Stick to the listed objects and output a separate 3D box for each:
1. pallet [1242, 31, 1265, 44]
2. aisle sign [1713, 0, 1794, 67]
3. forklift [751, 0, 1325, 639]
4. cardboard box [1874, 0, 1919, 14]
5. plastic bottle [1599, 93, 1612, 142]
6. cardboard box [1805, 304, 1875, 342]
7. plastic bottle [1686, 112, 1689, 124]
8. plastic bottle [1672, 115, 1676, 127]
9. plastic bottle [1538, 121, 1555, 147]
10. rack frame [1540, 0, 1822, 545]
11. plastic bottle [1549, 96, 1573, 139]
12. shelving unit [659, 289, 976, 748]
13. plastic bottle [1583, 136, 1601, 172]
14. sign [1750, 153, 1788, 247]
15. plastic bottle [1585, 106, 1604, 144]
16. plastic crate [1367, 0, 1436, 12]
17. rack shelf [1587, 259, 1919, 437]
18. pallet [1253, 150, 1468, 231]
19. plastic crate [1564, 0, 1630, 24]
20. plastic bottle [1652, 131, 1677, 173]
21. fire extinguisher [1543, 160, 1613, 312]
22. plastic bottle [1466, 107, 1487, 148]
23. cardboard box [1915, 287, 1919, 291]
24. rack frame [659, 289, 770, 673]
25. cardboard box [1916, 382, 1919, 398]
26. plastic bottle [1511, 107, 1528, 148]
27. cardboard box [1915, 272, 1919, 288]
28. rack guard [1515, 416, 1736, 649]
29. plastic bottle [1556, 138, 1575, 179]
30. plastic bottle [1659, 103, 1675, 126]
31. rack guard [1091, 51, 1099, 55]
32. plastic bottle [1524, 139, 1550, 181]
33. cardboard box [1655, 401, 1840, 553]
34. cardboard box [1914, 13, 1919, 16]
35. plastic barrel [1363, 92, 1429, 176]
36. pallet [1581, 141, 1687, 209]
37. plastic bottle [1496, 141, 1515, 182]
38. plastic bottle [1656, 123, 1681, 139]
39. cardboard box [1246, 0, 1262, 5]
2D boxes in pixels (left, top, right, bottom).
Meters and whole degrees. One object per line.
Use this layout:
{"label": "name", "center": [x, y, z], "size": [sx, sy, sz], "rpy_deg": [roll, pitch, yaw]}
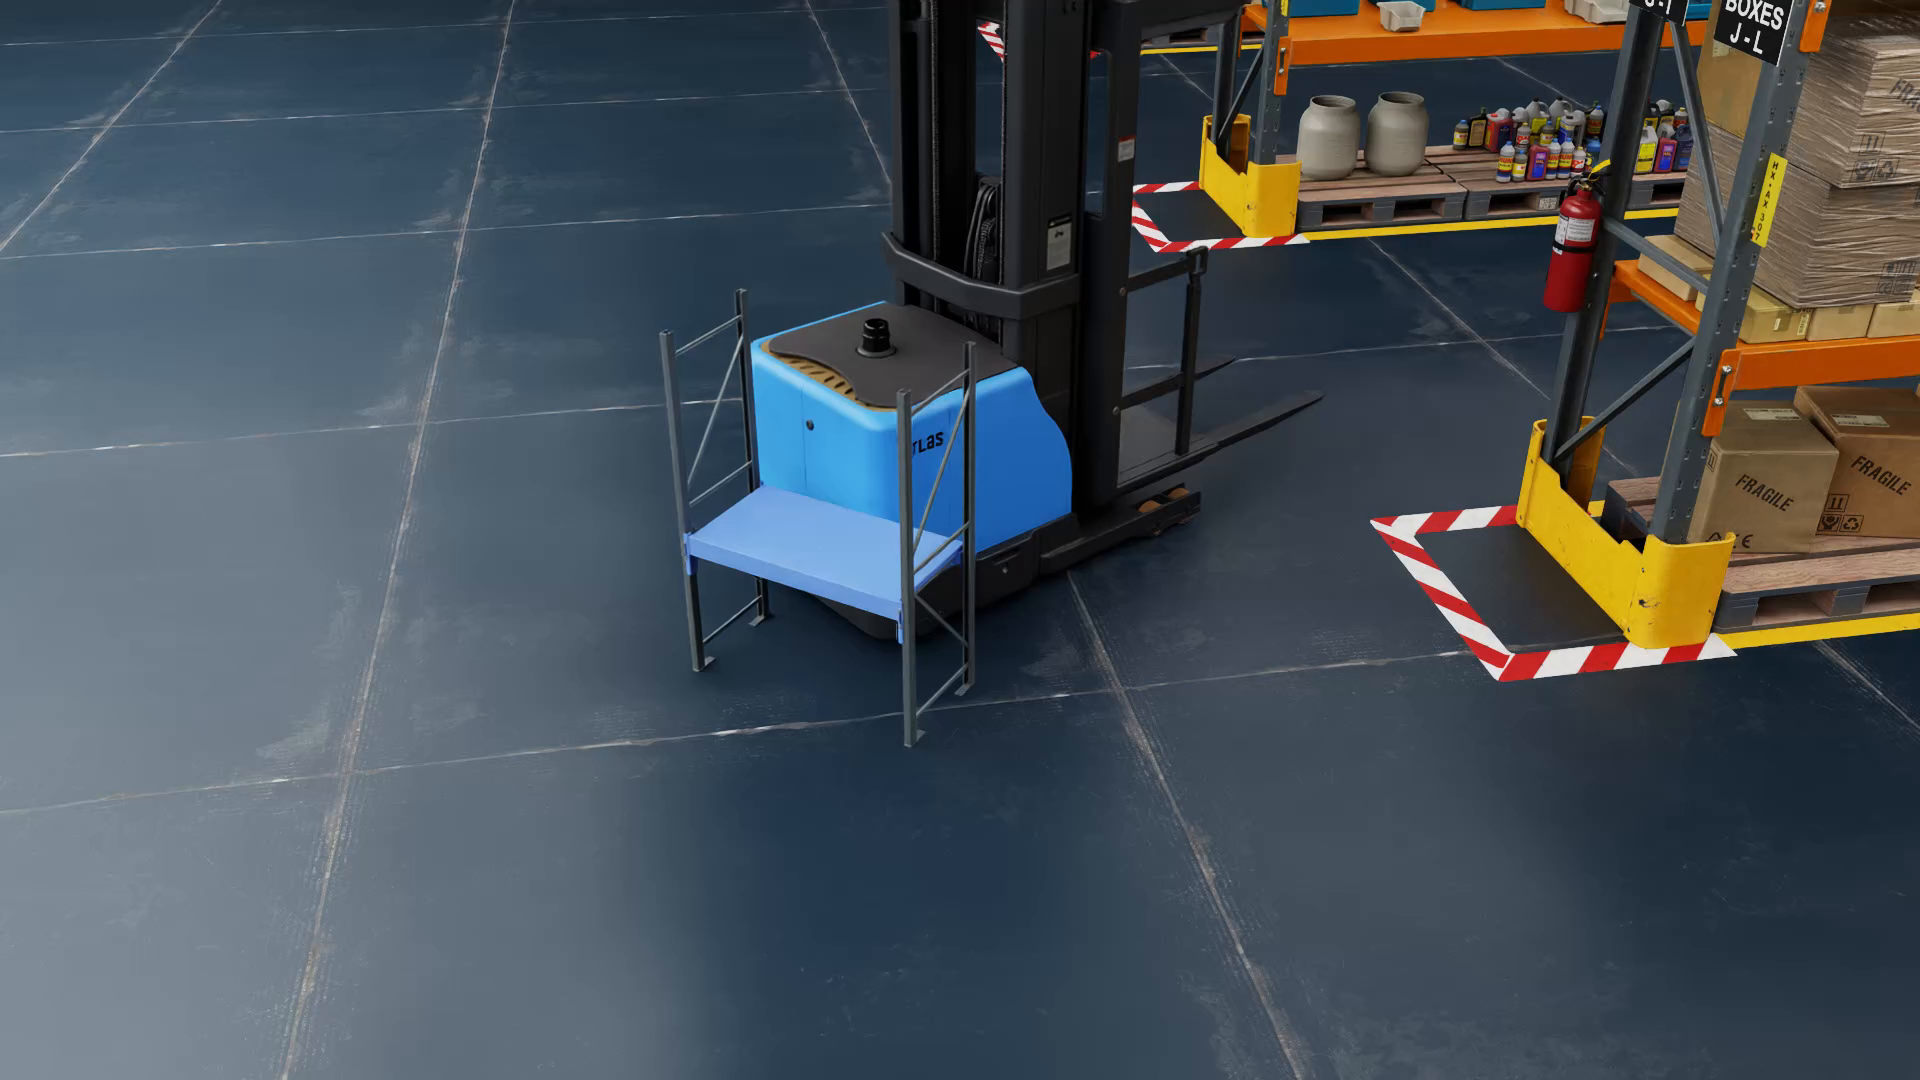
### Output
{"label": "pallet", "center": [2.994, -5.068, 16.160], "size": [1.213, 0.211, 1.003], "rpy_deg": [-5, 31, -9]}
{"label": "aisle sign", "center": [2.825, -2.095, 5.789], "size": [0.004, 0.787, 0.394], "rpy_deg": [-5, 31, -9]}
{"label": "forklift", "center": [0.511, -1.462, 7.345], "size": [3.031, 2.935, 1.130], "rpy_deg": [-23, 37, -34]}
{"label": "cardboard box", "center": [3.819, -1.954, 6.735], "size": [0.500, 0.500, 0.500], "rpy_deg": [-5, 31, -9]}
{"label": "plastic bottle", "center": [4.820, -3.128, 12.290], "size": [0.185, 0.351, 0.144], "rpy_deg": [-7, 31, -11]}
{"label": "cardboard box", "center": [3.405, -0.942, 6.640], "size": [0.250, 0.149, 0.380], "rpy_deg": [-5, 31, -9]}
{"label": "plastic bottle", "center": [5.482, -3.167, 12.435], "size": [0.097, 0.271, 0.097], "rpy_deg": [0, 30, 0]}
{"label": "plastic bottle", "center": [5.282, -3.119, 12.421], "size": [0.097, 0.201, 0.097], "rpy_deg": [0, 30, 0]}
{"label": "plastic bottle", "center": [4.284, -2.952, 12.137], "size": [0.097, 0.201, 0.097], "rpy_deg": [0, 30, 0]}
{"label": "rack frame", "center": [2.832, -1.130, 6.712], "size": [0.127, 3.000, 1.000], "rpy_deg": [-5, 31, -9]}
{"label": "plastic bottle", "center": [4.402, -3.089, 12.224], "size": [0.185, 0.351, 0.144], "rpy_deg": [-6, 31, -9]}
{"label": "shelving unit", "center": [-0.520, -0.087, 6.418], "size": [1.048, 1.500, 0.538], "rpy_deg": [16, 34, 25]}
{"label": "plastic bottle", "center": [4.414, -2.682, 11.609], "size": [0.097, 0.271, 0.097], "rpy_deg": [0, 30, 0]}
{"label": "sign", "center": [2.930, -1.232, 6.033], "size": [0.005, 0.325, 0.100], "rpy_deg": [-5, 31, -9]}
{"label": "plastic bottle", "center": [4.682, -3.062, 12.256], "size": [0.097, 0.271, 0.097], "rpy_deg": [0, 30, 0]}
{"label": "plastic crate", "center": [3.018, -3.786, 11.377], "size": [0.408, 0.251, 0.499], "rpy_deg": [-5, 31, -9]}
{"label": "rack shelf", "center": [4.799, -1.002, 7.205], "size": [4.000, 0.370, 1.077], "rpy_deg": [-5, 31, -9]}
{"label": "pallet", "center": [2.806, -2.499, 11.792], "size": [1.213, 0.211, 1.003], "rpy_deg": [-5, 31, -9]}
{"label": "plastic crate", "center": [4.323, -3.576, 11.133], "size": [0.437, 0.136, 0.530], "rpy_deg": [-5, 31, -9]}
{"label": "plastic bottle", "center": [4.952, -2.727, 11.675], "size": [0.133, 0.283, 0.061], "rpy_deg": [-3, 31, -6]}
{"label": "fire extinguisher", "center": [2.637, -1.316, 7.105], "size": [0.183, 0.674, 0.296], "rpy_deg": [-5, 31, -9]}
{"label": "plastic bottle", "center": [3.779, -3.024, 12.179], "size": [0.133, 0.283, 0.061], "rpy_deg": [-5, 31, -8]}
{"label": "cardboard box", "center": [3.896, -0.990, 6.723], "size": [0.250, 0.149, 0.380], "rpy_deg": [-5, 31, -9]}
{"label": "rack frame", "center": [-0.961, -0.215, 6.635], "size": [0.032, 1.500, 0.500], "rpy_deg": [16, 34, 25]}
{"label": "cardboard box", "center": [4.650, -0.401, 7.525], "size": [0.500, 0.500, 0.500], "rpy_deg": [-3, 31, -4]}
{"label": "plastic bottle", "center": [4.057, -3.023, 12.185], "size": [0.135, 0.276, 0.152], "rpy_deg": [-6, 31, -10]}
{"label": "cardboard box", "center": [3.848, -1.443, 6.853], "size": [0.500, 0.500, 0.875], "rpy_deg": [-5, 31, -9]}
{"label": "rack guard", "center": [2.907, -0.059, 7.357], "size": [0.348, 0.500, 1.175], "rpy_deg": [-5, 31, -9]}
{"label": "plastic bottle", "center": [4.215, -2.663, 11.578], "size": [0.097, 0.271, 0.097], "rpy_deg": [0, 30, 0]}
{"label": "plastic bottle", "center": [5.189, -3.076, 12.268], "size": [0.133, 0.283, 0.061], "rpy_deg": [-5, 31, -9]}
{"label": "rack guard", "center": [1.028, -4.989, 15.742], "size": [0.348, 0.500, 1.175], "rpy_deg": [-5, 31, -9]}
{"label": "plastic bottle", "center": [4.006, -2.640, 11.526], "size": [0.133, 0.283, 0.061], "rpy_deg": [-5, 31, -8]}
{"label": "cardboard box", "center": [3.449, -0.282, 7.322], "size": [0.500, 0.500, 0.500], "rpy_deg": [0, 30, 0]}
{"label": "cardboard box", "center": [3.915, -1.689, 6.284], "size": [0.500, 0.500, 0.500], "rpy_deg": [-5, 31, -9]}
{"label": "plastic barrel", "center": [3.067, -2.852, 11.681], "size": [0.421, 0.512, 0.421], "rpy_deg": [0, 30, 0]}
{"label": "pallet", "center": [5.206, -2.722, 12.171], "size": [1.213, 0.211, 1.003], "rpy_deg": [-5, 31, -9]}
{"label": "plastic bottle", "center": [3.780, -2.623, 11.509], "size": [0.097, 0.271, 0.097], "rpy_deg": [0, 30, 0]}
{"label": "plastic bottle", "center": [5.053, -2.831, 11.859], "size": [0.135, 0.276, 0.152], "rpy_deg": [-5, 31, -9]}
{"label": "cardboard box", "center": [2.602, -5.096, 15.756], "size": [0.500, 0.250, 0.500], "rpy_deg": [-5, 31, -9]}
